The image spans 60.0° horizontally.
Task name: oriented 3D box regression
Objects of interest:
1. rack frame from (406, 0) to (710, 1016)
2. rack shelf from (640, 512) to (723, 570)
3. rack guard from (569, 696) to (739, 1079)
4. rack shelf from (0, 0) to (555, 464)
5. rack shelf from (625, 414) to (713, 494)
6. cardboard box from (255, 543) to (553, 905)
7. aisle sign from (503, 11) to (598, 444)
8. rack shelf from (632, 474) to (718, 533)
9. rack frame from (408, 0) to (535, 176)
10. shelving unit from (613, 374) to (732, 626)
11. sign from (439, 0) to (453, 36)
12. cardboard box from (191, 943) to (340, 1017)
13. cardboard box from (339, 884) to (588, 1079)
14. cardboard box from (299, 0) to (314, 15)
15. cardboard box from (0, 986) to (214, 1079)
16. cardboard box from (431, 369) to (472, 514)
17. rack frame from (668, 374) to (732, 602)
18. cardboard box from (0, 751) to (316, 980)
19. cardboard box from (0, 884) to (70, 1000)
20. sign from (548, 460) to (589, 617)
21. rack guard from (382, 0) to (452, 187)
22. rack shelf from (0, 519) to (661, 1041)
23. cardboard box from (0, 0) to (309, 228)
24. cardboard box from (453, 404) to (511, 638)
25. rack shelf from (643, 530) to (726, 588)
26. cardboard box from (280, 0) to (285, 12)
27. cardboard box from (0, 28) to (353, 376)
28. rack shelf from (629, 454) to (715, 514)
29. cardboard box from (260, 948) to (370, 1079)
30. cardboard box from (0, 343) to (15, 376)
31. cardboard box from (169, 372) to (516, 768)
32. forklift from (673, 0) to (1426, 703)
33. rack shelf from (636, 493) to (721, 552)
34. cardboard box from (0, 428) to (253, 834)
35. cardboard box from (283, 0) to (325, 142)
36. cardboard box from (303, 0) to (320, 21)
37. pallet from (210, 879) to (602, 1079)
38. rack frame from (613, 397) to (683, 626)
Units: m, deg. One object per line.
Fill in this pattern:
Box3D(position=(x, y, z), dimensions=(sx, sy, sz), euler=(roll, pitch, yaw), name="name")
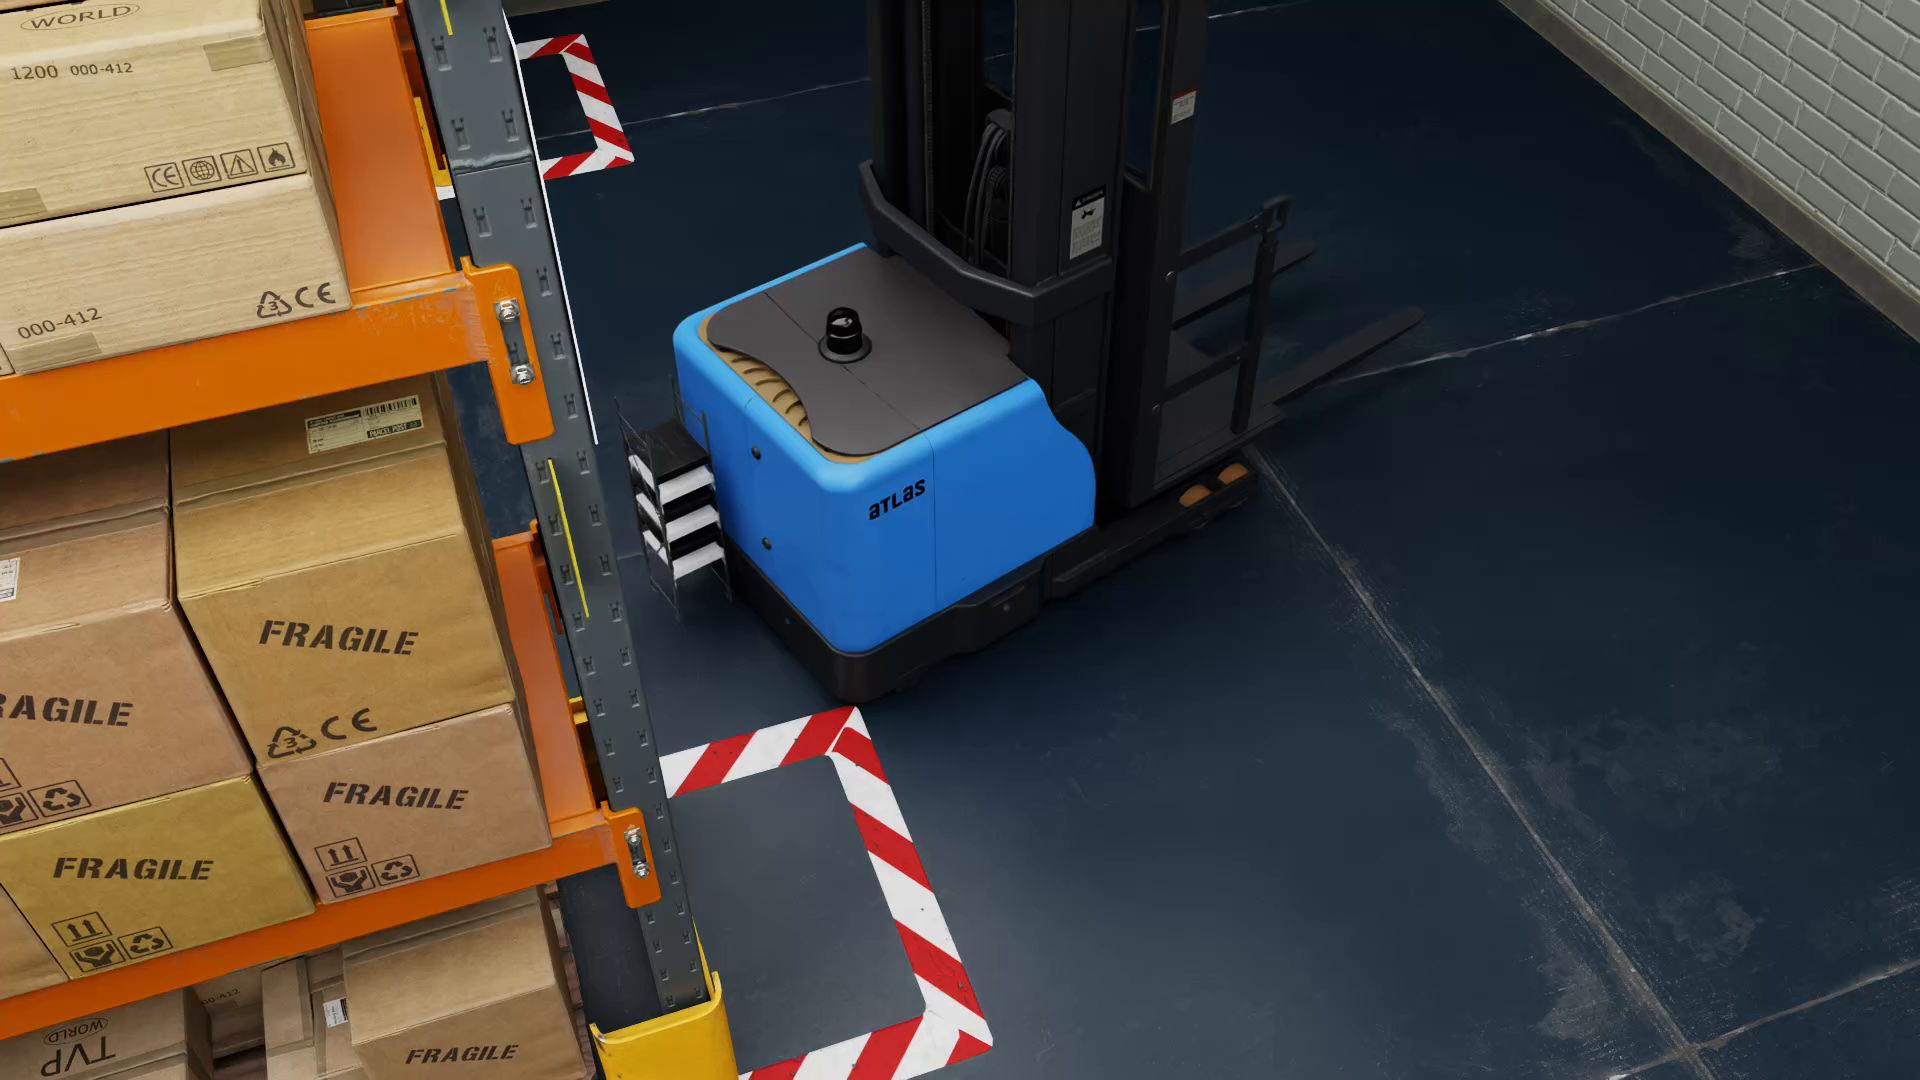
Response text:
Box3D(position=(-0.896, 0.147, 3.986), dimensions=(0.127, 3.000, 1.000), euler=(-14, 47, -14), name="rack frame")
Box3D(position=(-0.981, -0.035, 5.824), dimensions=(0.200, 0.077, 0.258), euler=(-27, 51, -24), name="rack shelf")
Box3D(position=(-0.967, 1.047, 4.853), dimensions=(0.348, 0.500, 1.175), euler=(-14, 47, -14), name="rack guard")
Box3D(position=(-2.777, -0.177, 2.699), dimensions=(4.000, 0.370, 1.077), euler=(-14, 47, -14), name="rack shelf")
Box3D(position=(-0.981, -0.289, 5.569), dimensions=(0.200, 0.077, 0.258), euler=(-27, 51, -24), name="rack shelf")
Box3D(position=(-1.225, 0.400, 3.663), dimensions=(0.500, 0.500, 0.500), euler=(-13, 47, -13), name="cardboard box")
Box3D(position=(-0.728, -0.583, 2.878), dimensions=(0.004, 0.787, 0.394), euler=(-14, 47, -14), name="aisle sign")
Box3D(position=(-0.981, -0.162, 5.696), dimensions=(0.200, 0.077, 0.258), euler=(-27, 51, -24), name="rack shelf")
Box3D(position=(-0.896, -1.971, 1.861), dimensions=(0.127, 3.000, 1.000), euler=(-14, 47, -14), name="rack frame")
Box3D(position=(-0.981, -0.122, 5.736), dimensions=(0.210, 0.900, 0.258), euler=(-27, 51, -24), name="shelving unit")
Box3D(position=(-0.726, -0.850, 2.237), dimensions=(0.005, 0.325, 0.100), euler=(-14, 47, -14), name="sign")
Box3D(position=(-1.974, 1.024, 4.742), dimensions=(0.500, 0.250, 0.500), euler=(-14, 47, -14), name="cardboard box")
Box3D(position=(-1.324, 1.169, 4.422), dimensions=(0.500, 0.500, 0.500), euler=(-14, 47, -14), name="cardboard box")
Box3D(position=(-3.156, -2.576, 7.710), dimensions=(0.250, 0.149, 0.380), euler=(-14, 47, -14), name="cardboard box")
Box3D(position=(-2.227, 1.465, 4.302), dimensions=(0.500, 0.250, 0.500), euler=(-14, 47, -14), name="cardboard box")
Box3D(position=(-1.403, -0.311, 3.665), dimensions=(0.500, 0.500, 0.500), euler=(-13, 47, -13), name="cardboard box")
Box3D(position=(-0.898, -0.164, 5.778), dimensions=(0.006, 0.900, 0.240), euler=(-27, 51, -24), name="rack frame")
Box3D(position=(-1.712, 0.527, 3.536), dimensions=(0.500, 0.500, 0.500), euler=(-14, 47, -14), name="cardboard box")
Box3D(position=(-2.183, 0.644, 3.420), dimensions=(0.500, 0.500, 0.500), euler=(-14, 47, -14), name="cardboard box")
Box3D(position=(-0.726, 0.001, 3.091), dimensions=(0.005, 0.325, 0.100), euler=(-14, 47, -14), name="sign")
Box3D(position=(-2.559, -2.276, 8.165), dimensions=(0.348, 0.500, 1.175), euler=(-14, 47, -14), name="rack guard")
Box3D(position=(-2.777, 0.882, 3.762), dimensions=(4.000, 0.370, 1.077), euler=(-14, 47, -14), name="rack shelf")
Box3D(position=(-1.293, -0.742, 2.507), dimensions=(0.500, 0.250, 0.500), euler=(-14, 47, -14), name="cardboard box")
Box3D(position=(-1.403, 0.042, 4.019), dimensions=(0.500, 0.500, 0.500), euler=(-13, 47, -13), name="cardboard box")
Box3D(position=(-0.981, 0.028, 5.888), dimensions=(0.200, 0.077, 0.258), euler=(-27, 51, -24), name="rack shelf")
Box3D(position=(-1.468, -1.086, 2.849), dimensions=(0.500, 0.250, 0.500), euler=(-14, 47, -14), name="cardboard box")
Box3D(position=(-1.290, -0.560, 2.679), dimensions=(0.500, 0.250, 0.500), euler=(-14, 47, -14), name="cardboard box")
Box3D(position=(-0.981, -0.226, 5.633), dimensions=(0.200, 0.077, 0.258), euler=(-27, 51, -24), name="rack shelf")
Box3D(position=(-1.735, 1.324, 4.503), dimensions=(0.250, 0.166, 0.380), euler=(-14, 47, -14), name="cardboard box")
Box3D(position=(-1.764, -0.447, 2.566), dimensions=(0.500, 0.250, 0.500), euler=(-14, 47, -14), name="cardboard box")
Box3D(position=(-1.221, 0.049, 3.307), dimensions=(0.500, 0.500, 0.500), euler=(-15, 47, -14), name="cardboard box")
Box3D(position=(0.520, -1.350, 5.526), dimensions=(3.031, 2.935, 1.130), euler=(-28, 52, -25), name="forklift")
Box3D(position=(-0.981, -0.099, 5.760), dimensions=(0.200, 0.077, 0.258), euler=(-27, 51, -24), name="rack shelf")
Box3D(position=(-1.696, 0.171, 3.186), dimensions=(0.500, 0.500, 0.500), euler=(-13, 47, -13), name="cardboard box")
Box3D(position=(-1.465, -0.905, 3.022), dimensions=(0.500, 0.250, 0.500), euler=(-14, 47, -14), name="cardboard box")
Box3D(position=(-3.206, -2.184, 7.777), dimensions=(0.500, 0.500, 0.700), euler=(-14, 47, -14), name="cardboard box")
Box3D(position=(-1.717, 1.342, 4.764), dimensions=(1.213, 0.211, 1.003), euler=(-14, 47, -14), name="pallet")
Box3D(position=(-1.063, -0.080, 5.695), dimensions=(0.006, 0.900, 0.240), euler=(-27, 51, -24), name="rack frame")
